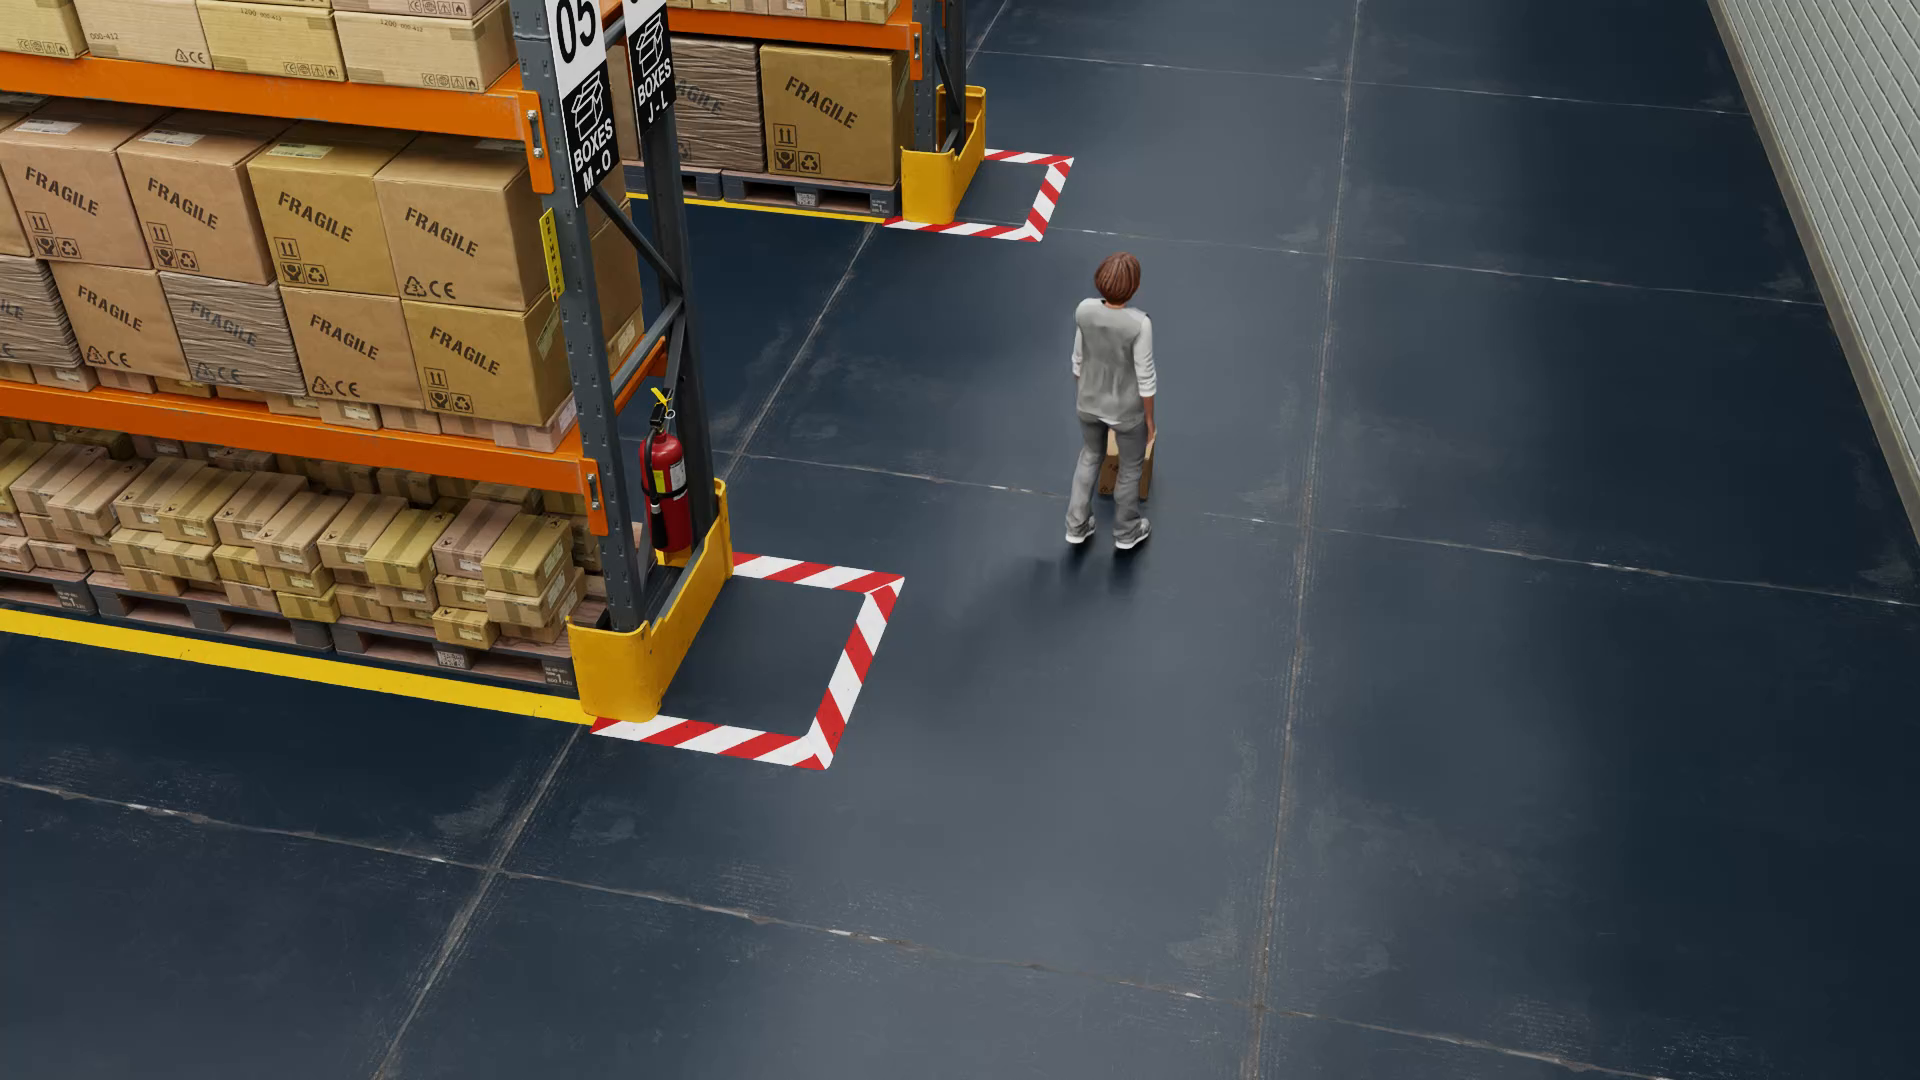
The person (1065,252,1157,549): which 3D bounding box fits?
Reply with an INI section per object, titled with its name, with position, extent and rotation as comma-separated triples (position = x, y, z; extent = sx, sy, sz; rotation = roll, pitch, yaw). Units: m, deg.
[person]
position = 0.726, -0.639, 7.793
extent = 0.462, 1.606, 0.425
rotation = 19, 41, 23
